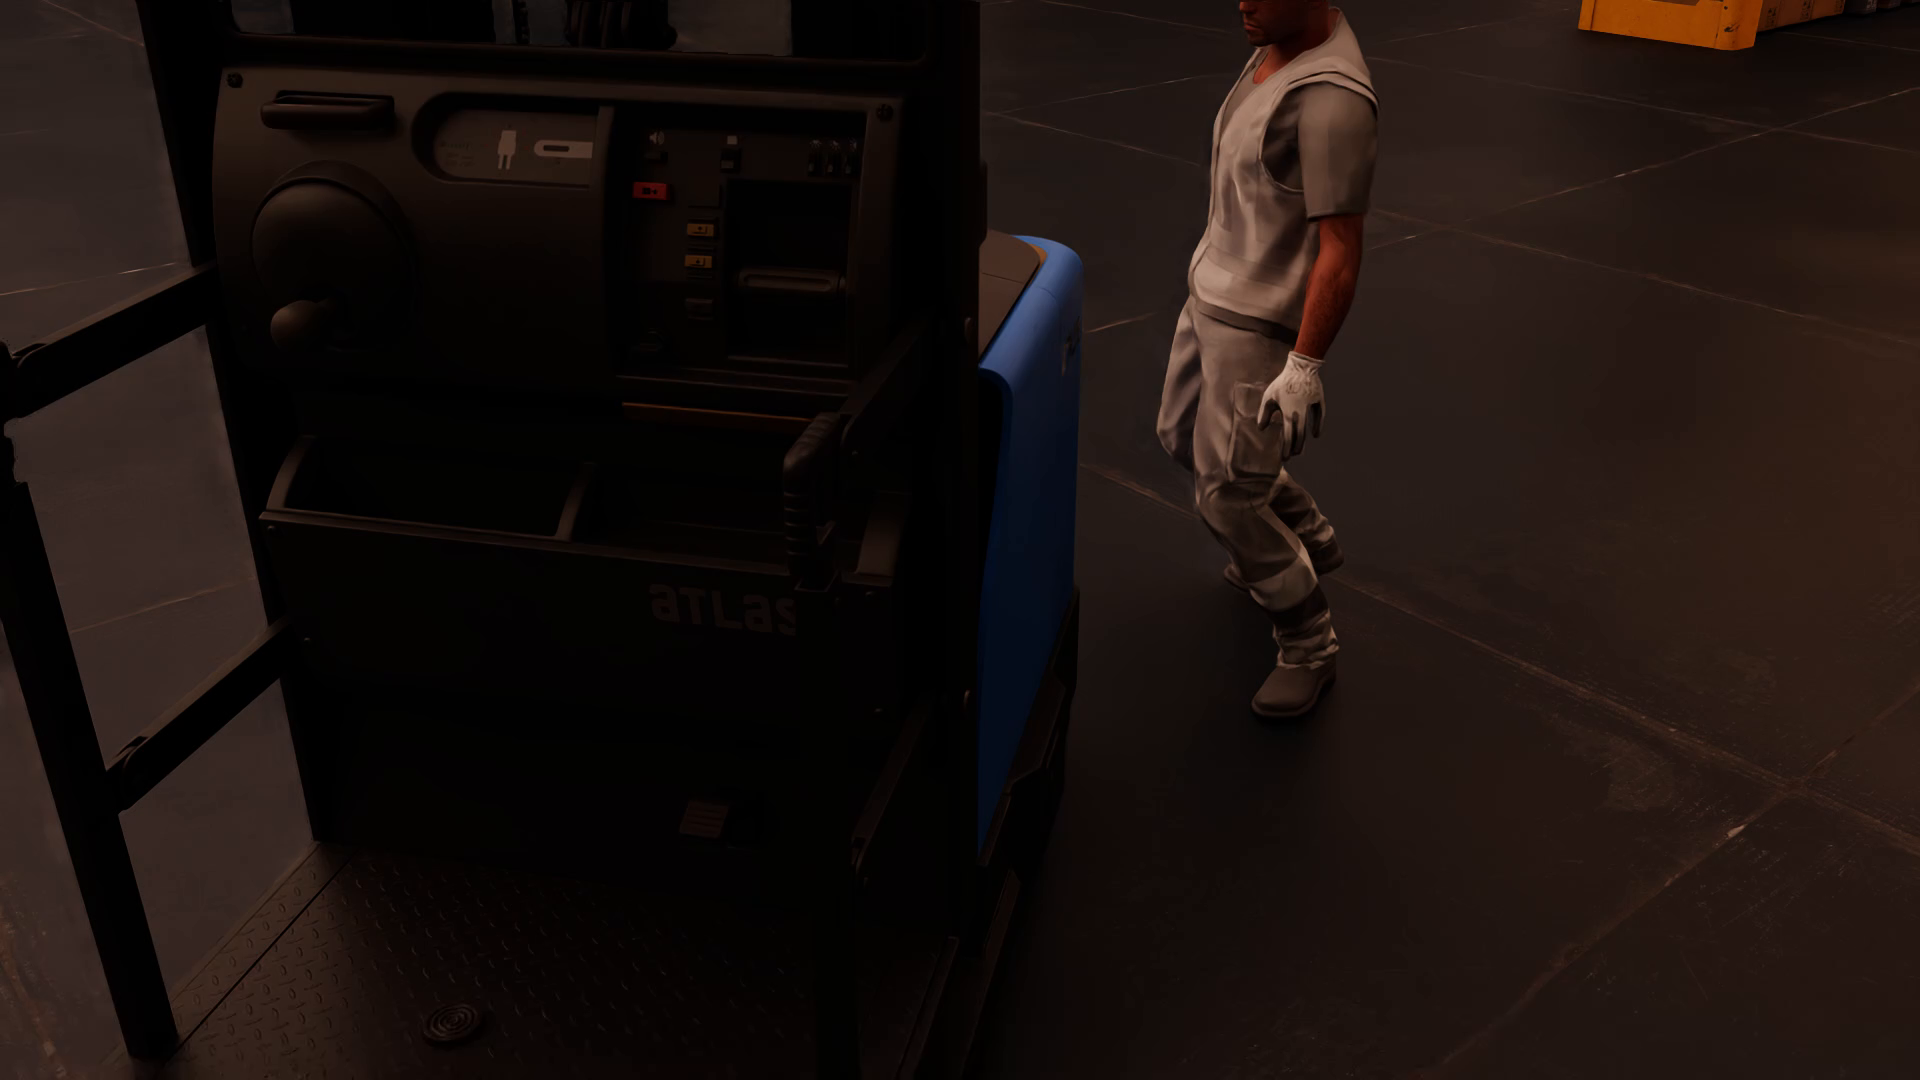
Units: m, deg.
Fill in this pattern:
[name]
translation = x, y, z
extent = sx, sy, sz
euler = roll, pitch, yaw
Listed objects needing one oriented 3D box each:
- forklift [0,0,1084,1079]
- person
[forklift]
translation = -0.571, -0.361, 1.931
extent = 1.130, 2.935, 3.031
euler = 6, 27, 12
[person]
translation = 0.721, -0.543, 3.690
extent = 0.479, 1.697, 0.911
euler = 0, 26, 0
